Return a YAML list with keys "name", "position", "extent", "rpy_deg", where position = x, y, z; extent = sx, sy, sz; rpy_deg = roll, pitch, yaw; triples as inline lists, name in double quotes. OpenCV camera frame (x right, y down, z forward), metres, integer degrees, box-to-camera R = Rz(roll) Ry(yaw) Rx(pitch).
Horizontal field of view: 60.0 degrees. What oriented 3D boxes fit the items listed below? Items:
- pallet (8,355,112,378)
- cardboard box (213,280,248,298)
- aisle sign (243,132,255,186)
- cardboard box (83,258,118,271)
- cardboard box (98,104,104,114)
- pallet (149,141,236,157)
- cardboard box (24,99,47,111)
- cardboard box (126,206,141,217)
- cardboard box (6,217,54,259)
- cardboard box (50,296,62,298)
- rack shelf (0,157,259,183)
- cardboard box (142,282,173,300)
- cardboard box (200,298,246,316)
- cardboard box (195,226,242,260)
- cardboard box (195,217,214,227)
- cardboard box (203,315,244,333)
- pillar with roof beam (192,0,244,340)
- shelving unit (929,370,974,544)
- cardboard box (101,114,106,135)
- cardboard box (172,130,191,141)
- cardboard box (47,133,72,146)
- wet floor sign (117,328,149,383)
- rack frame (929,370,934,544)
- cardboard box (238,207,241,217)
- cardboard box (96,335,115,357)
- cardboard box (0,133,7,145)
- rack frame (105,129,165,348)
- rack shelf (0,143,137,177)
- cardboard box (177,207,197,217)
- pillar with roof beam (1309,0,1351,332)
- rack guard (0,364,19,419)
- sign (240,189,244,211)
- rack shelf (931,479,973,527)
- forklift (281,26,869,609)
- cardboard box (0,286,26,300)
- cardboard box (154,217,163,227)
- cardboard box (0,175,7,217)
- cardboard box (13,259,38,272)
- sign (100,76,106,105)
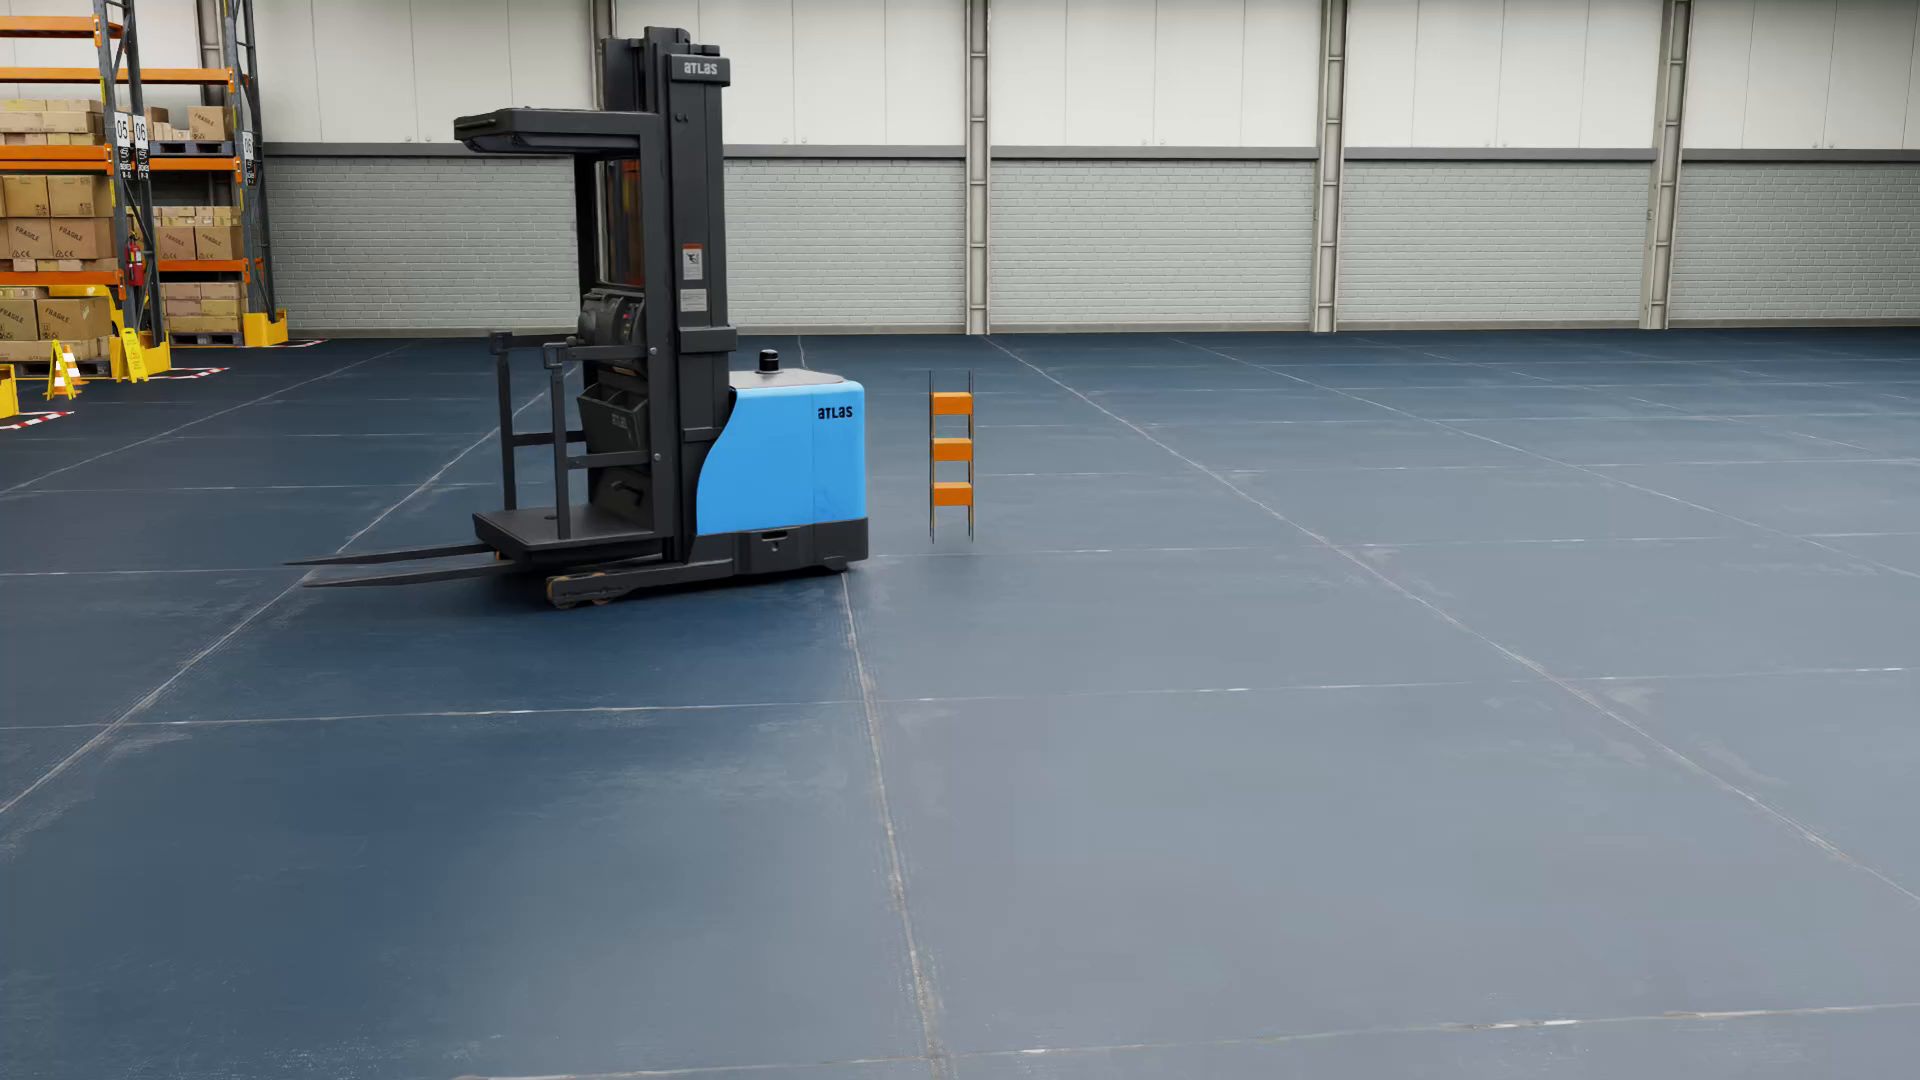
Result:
- name: "pallet"
  position: [-11.199, -2.209, 21.056]
  extent: [1.213, 0.211, 1.003]
  rpy_deg: [-1, 11, -6]
- name: "cardboard box"
  position: [-11.350, -3.914, 25.950]
  extent: [0.500, 0.250, 0.500]
  rpy_deg: [-1, 11, -7]
- name: "aisle sign"
  position: [-10.755, -5.761, 25.158]
  extent: [0.004, 0.787, 0.394]
  rpy_deg: [-1, 11, -6]
- name: "cardboard box"
  position: [-10.661, -3.417, 20.623]
  extent: [0.250, 0.149, 0.380]
  rpy_deg: [-1, 11, -4]
- name: "cardboard box"
  position: [-10.687, -5.360, 20.666]
  extent: [0.250, 0.149, 0.380]
  rpy_deg: [-1, 11, -6]
- name: "pallet"
  position: [-11.557, -5.959, 25.358]
  extent: [1.213, 0.211, 1.003]
  rpy_deg: [-1, 11, -6]
- name: "cardboard box"
  position: [-11.128, -5.258, 20.146]
  extent: [0.250, 0.149, 0.380]
  rpy_deg: [-1, 11, -7]
- name: "cardboard box"
  position: [-12.443, -4.960, 25.111]
  extent: [0.250, 0.149, 0.380]
  rpy_deg: [-1, 11, -5]
- name: "cardboard box"
  position: [-11.320, -3.710, 20.434]
  extent: [0.500, 0.500, 0.500]
  rpy_deg: [-1, 11, -6]
- name: "cardboard box"
  position: [-11.687, -2.838, 21.121]
  extent: [0.500, 0.500, 0.500]
  rpy_deg: [-2, 11, -8]
- name: "rack shelf"
  position: [-12.840, -5.618, 25.256]
  extent: [4.000, 0.370, 1.077]
  rpy_deg: [-1, 11, -6]
- name: "cardboard box"
  position: [-12.283, -3.794, 25.341]
  extent: [0.500, 0.250, 0.500]
  rpy_deg: [-1, 11, -5]
- name: "cardboard box"
  position: [-11.302, -3.573, 25.508]
  extent: [0.500, 0.250, 0.500]
  rpy_deg: [-1, 11, -7]
- name: "cardboard box"
  position: [-11.312, -4.529, 25.370]
  extent: [0.500, 0.500, 0.500]
  rpy_deg: [-1, 11, -7]
- name: "cardboard box"
  position: [-11.417, -4.836, 25.250]
  extent: [0.250, 0.149, 0.380]
  rpy_deg: [-1, 11, -5]
- name: "cardboard box"
  position: [-11.285, -3.327, 25.555]
  extent: [0.500, 0.250, 0.500]
  rpy_deg: [-1, 11, -6]
- name: "pillar with roof beam"
  position: [-11.176, -6.817, 21.716]
  extent: [0.400, 9.000, 9.100]
  rpy_deg: [-1, 11, -6]
- name: "shelving unit"
  position: [-0.053, -0.514, 10.261]
  extent: [0.252, 1.050, 0.215]
  rpy_deg: [-1, 11, -6]
- name: "cardboard box"
  position: [-10.841, -5.174, 20.750]
  extent: [0.500, 0.250, 0.500]
  rpy_deg: [-1, 11, -7]
- name: "cardboard box"
  position: [-11.643, -6.069, 24.989]
  extent: [0.250, 0.149, 0.380]
  rpy_deg: [-2, 11, -8]
- name: "cardboard box"
  position: [-10.880, -4.865, 20.213]
  extent: [0.250, 0.149, 0.380]
  rpy_deg: [-1, 11, -6]
- name: "wet floor sign"
  position: [-10.007, -2.232, 20.050]
  extent: [0.232, 0.644, 0.267]
  rpy_deg: [3, 11, 14]
- name: "rack frame"
  position: [-0.174, -0.511, 10.248]
  extent: [0.008, 1.050, 0.200]
  rpy_deg: [-1, 11, -6]
- name: "cardboard box"
  position: [-11.209, -5.088, 25.760]
  extent: [0.250, 0.149, 0.380]
  rpy_deg: [-1, 11, -7]
- name: "cardboard box"
  position: [-11.144, -2.482, 21.256]
  extent: [0.500, 0.250, 0.500]
  rpy_deg: [-1, 11, -7]
- name: "cardboard box"
  position: [-11.650, -4.859, 20.183]
  extent: [0.250, 0.149, 0.380]
  rpy_deg: [-1, 11, -7]
- name: "rack frame"
  position: [-10.312, -3.589, 20.847]
  extent: [0.127, 3.000, 1.000]
  rpy_deg: [-1, 11, -6]
- name: "rack shelf"
  position: [-12.300, -4.666, 20.415]
  extent: [4.000, 0.370, 1.077]
  rpy_deg: [-1, 11, -6]
- name: "cardboard box"
  position: [-11.684, -4.984, 25.233]
  extent: [0.250, 0.149, 0.380]
  rpy_deg: [-1, 11, -5]
- name: "pillar with roof beam"
  position: [6.718, -7.192, 23.623]
  extent: [0.400, 9.000, 9.100]
  rpy_deg: [-1, 11, -6]
- name: "rack guard"
  position: [-9.653, -1.416, 16.273]
  extent: [0.348, 0.500, 1.175]
  rpy_deg: [-1, 11, -6]
- name: "sign"
  position: [-10.807, -5.121, 25.023]
  extent: [0.005, 0.325, 0.100]
  rpy_deg: [-1, 11, -6]
- name: "rack shelf"
  position: [-0.053, -0.231, 10.317]
  extent: [0.240, 0.259, 0.215]
  rpy_deg: [-1, 11, -6]
- name: "forklift"
  position: [-2.053, -1.200, 8.872]
  extent: [3.031, 2.935, 1.130]
  rpy_deg: [-6, 13, -30]
- name: "cardboard box"
  position: [-11.688, -3.040, 20.469]
  extent: [0.250, 0.149, 0.380]
  rpy_deg: [-1, 11, -5]
- name: "cardboard box"
  position: [-12.190, -4.825, 25.193]
  extent: [0.250, 0.149, 0.380]
  rpy_deg: [-2, 11, -8]
- name: "cardboard box"
  position: [-11.796, -4.182, 20.244]
  extent: [0.500, 0.500, 0.700]
  rpy_deg: [-1, 11, -7]
- name: "cardboard box"
  position: [-11.410, -3.378, 20.425]
  extent: [0.250, 0.149, 0.380]
  rpy_deg: [-1, 11, -5]
- name: "sign"
  position: [-10.272, -5.388, 19.928]
  extent: [0.005, 0.325, 0.100]
  rpy_deg: [-1, 11, -6]
